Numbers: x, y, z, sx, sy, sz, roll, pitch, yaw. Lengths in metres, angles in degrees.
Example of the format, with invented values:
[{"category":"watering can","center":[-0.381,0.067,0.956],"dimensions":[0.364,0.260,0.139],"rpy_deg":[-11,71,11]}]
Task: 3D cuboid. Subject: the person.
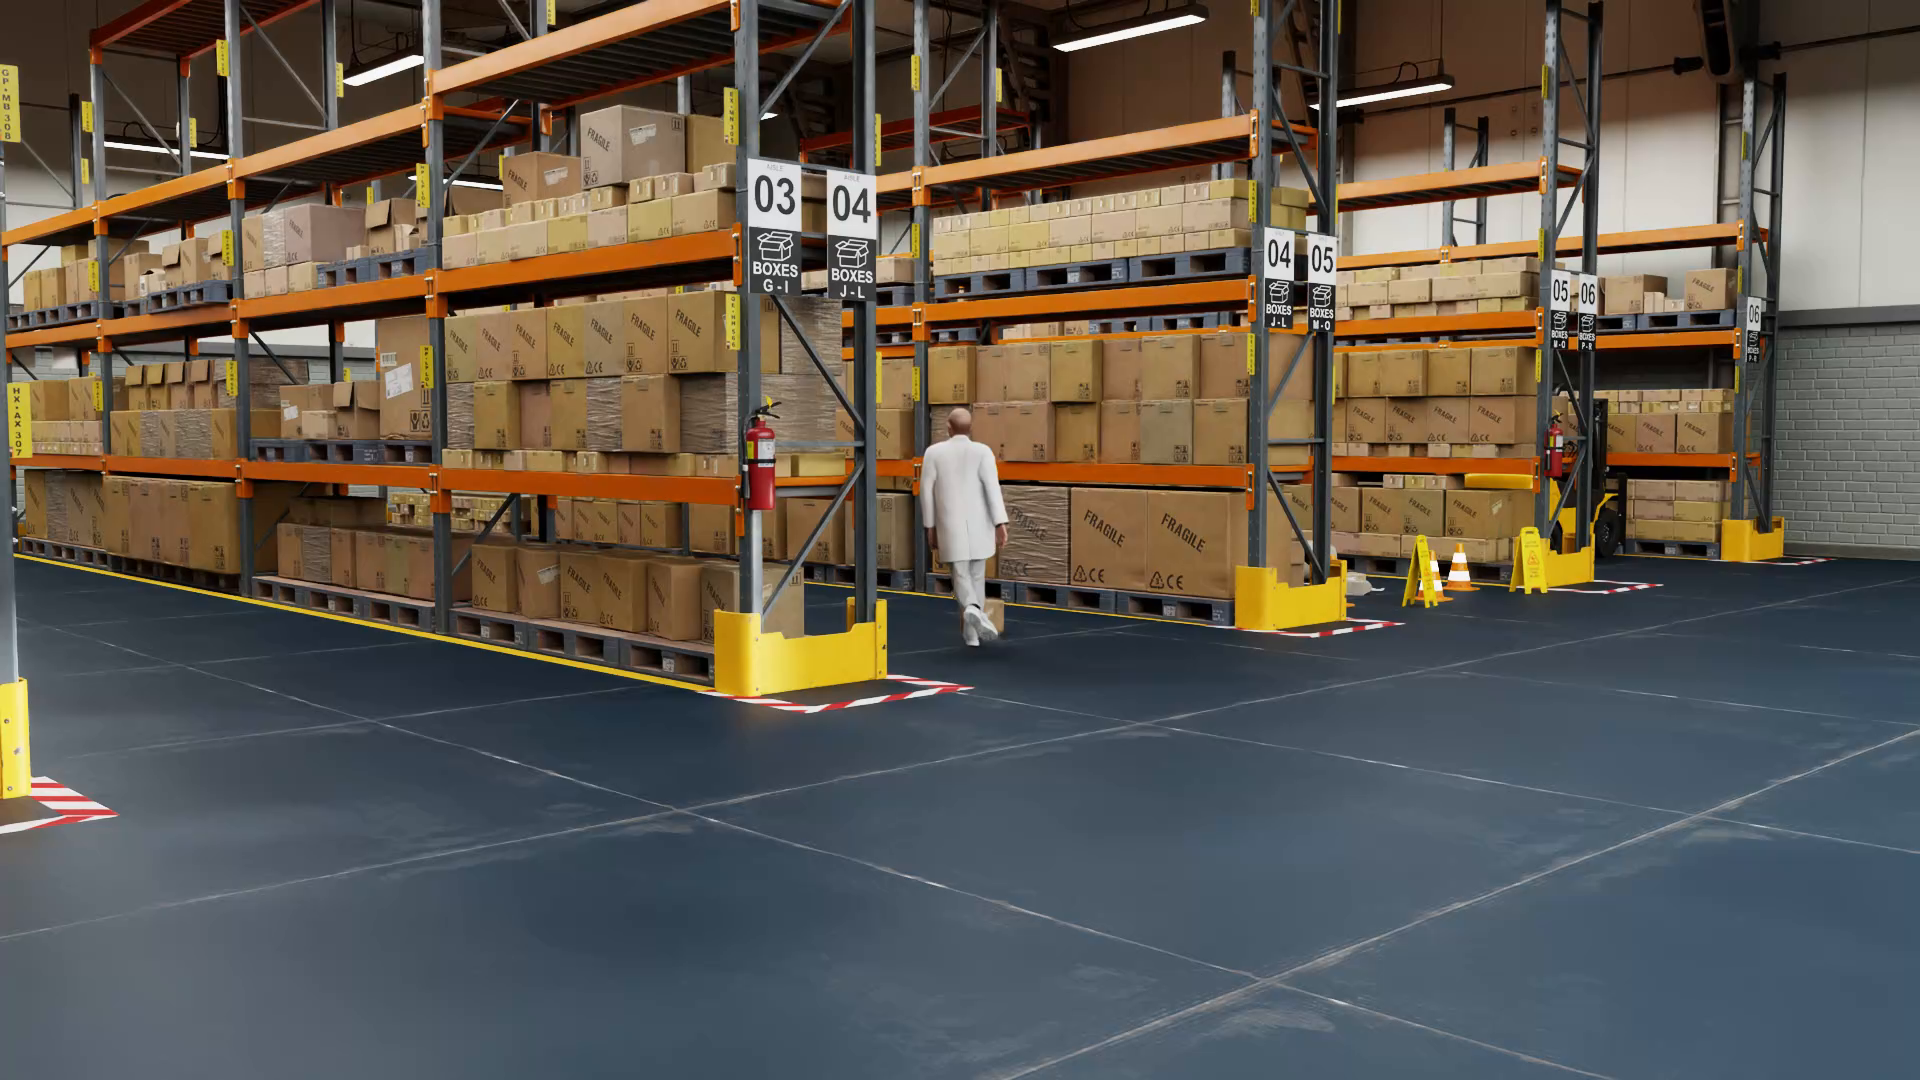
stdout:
[{"category":"person","center":[0.026,-0.086,12.102],"dimensions":[0.655,1.750,0.886],"rpy_deg":[0,4,0]}]
